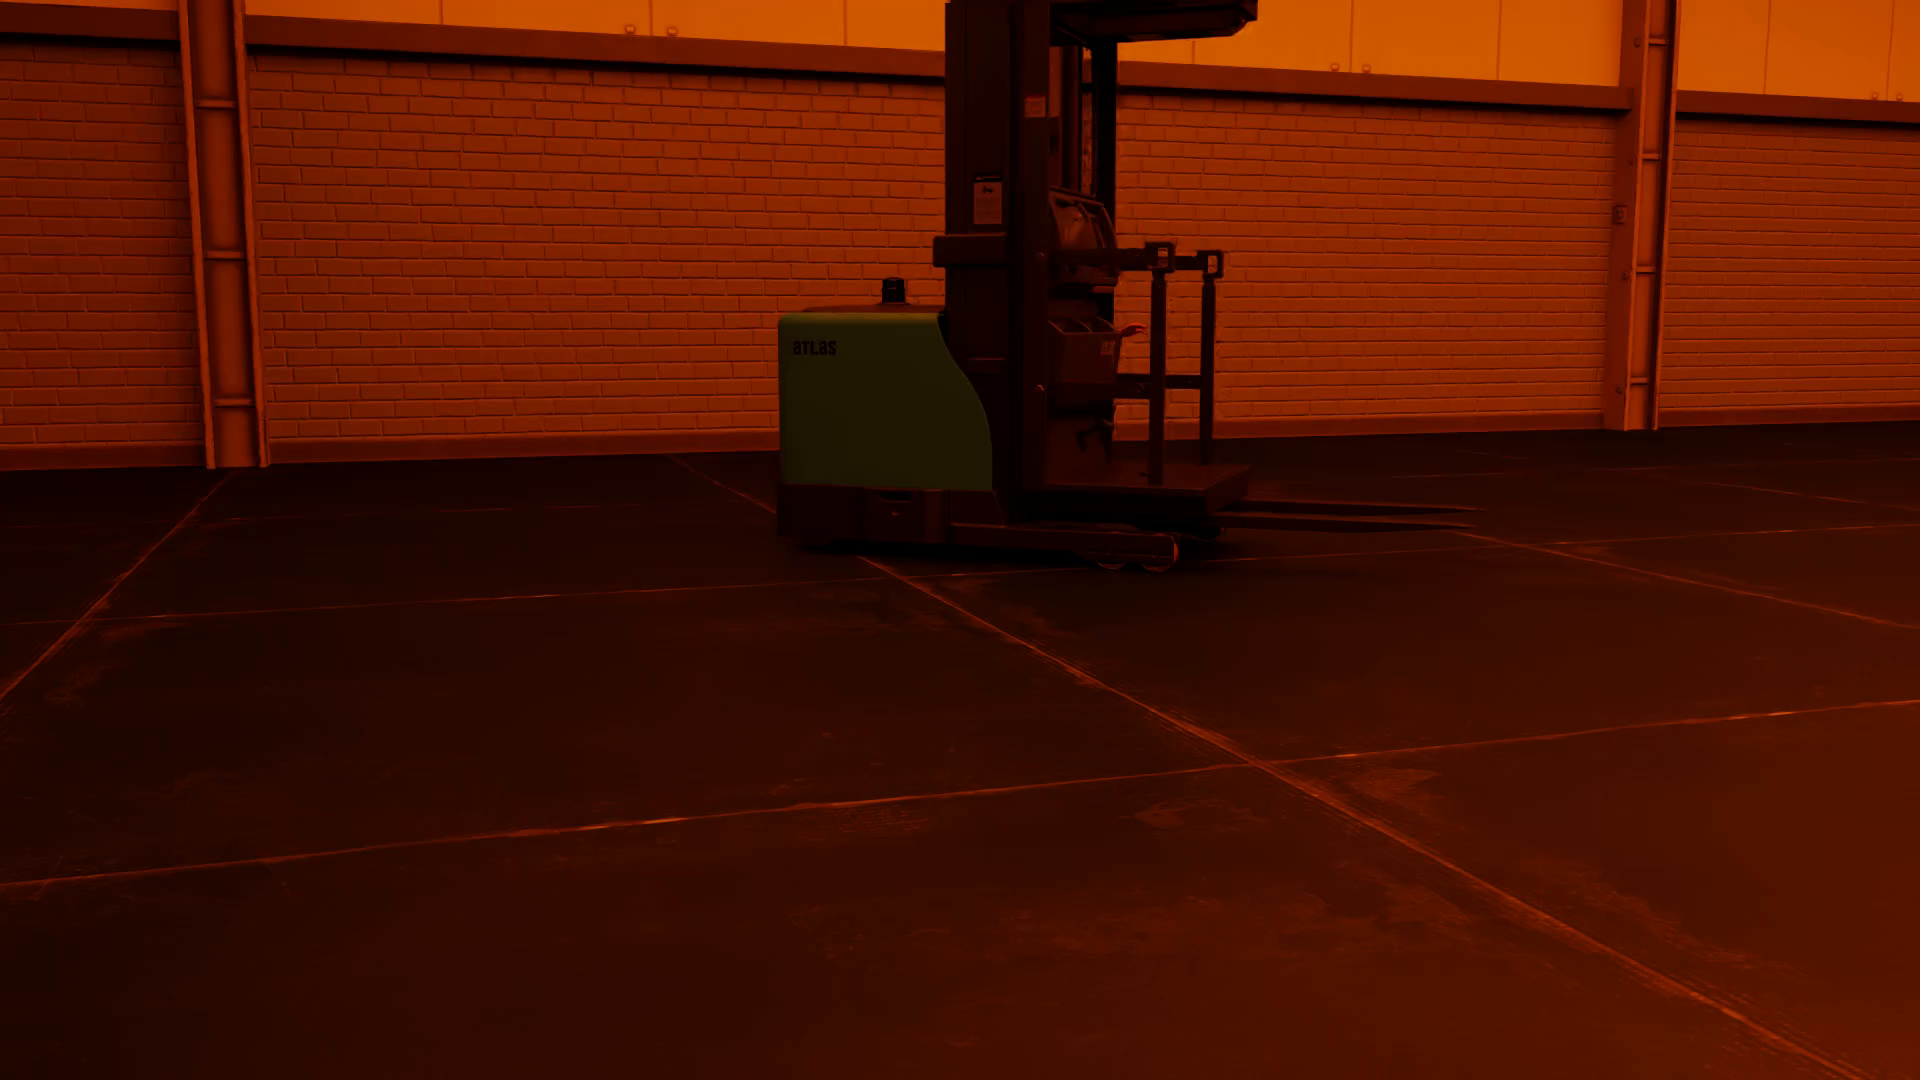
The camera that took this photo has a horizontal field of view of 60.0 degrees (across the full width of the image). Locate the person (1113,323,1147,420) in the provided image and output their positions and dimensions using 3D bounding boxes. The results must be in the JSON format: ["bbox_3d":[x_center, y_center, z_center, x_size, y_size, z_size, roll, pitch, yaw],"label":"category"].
[{"bbox_3d":[0.630,-0.856,9.062,0.853,1.426,0.913,-1,8,-8],"label":"person"}]

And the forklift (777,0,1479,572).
[{"bbox_3d":[0.738,-1.398,7.325,3.031,2.935,1.130,3,8,20],"label":"forklift"}]
